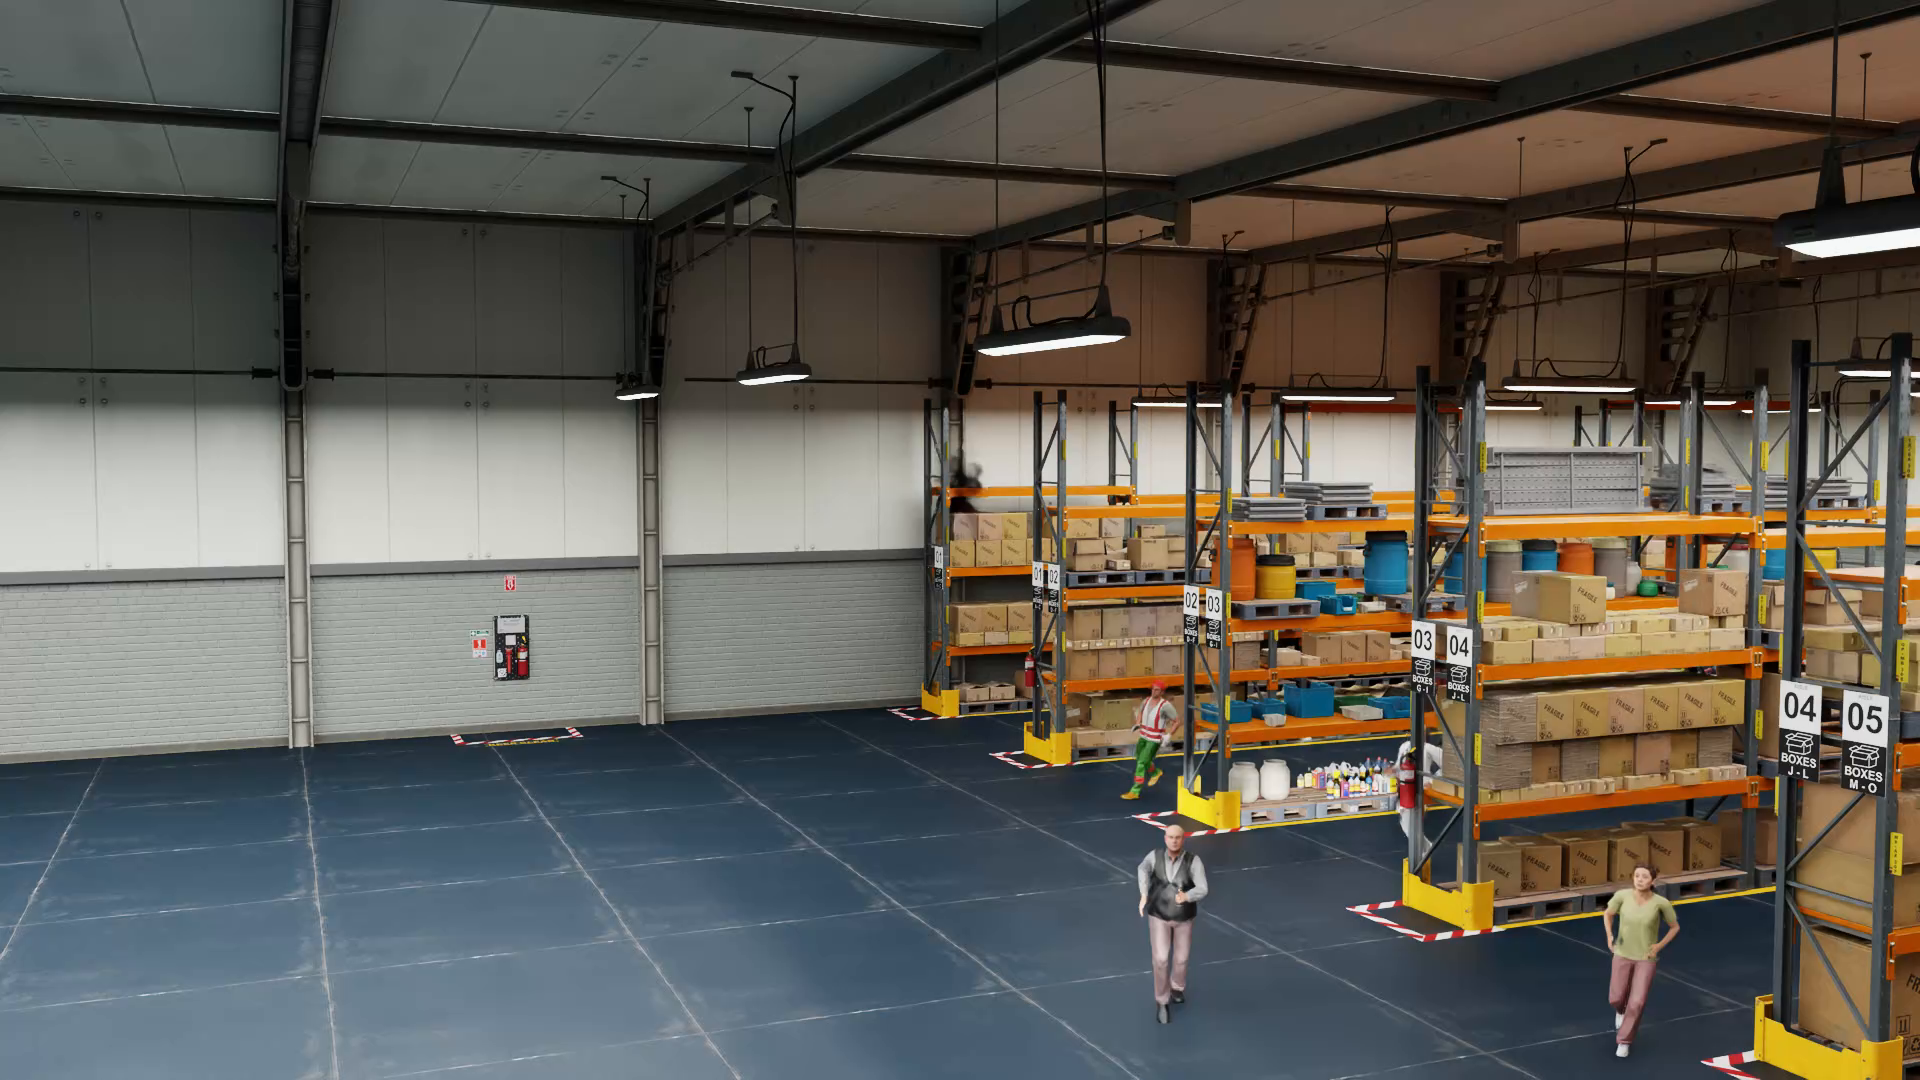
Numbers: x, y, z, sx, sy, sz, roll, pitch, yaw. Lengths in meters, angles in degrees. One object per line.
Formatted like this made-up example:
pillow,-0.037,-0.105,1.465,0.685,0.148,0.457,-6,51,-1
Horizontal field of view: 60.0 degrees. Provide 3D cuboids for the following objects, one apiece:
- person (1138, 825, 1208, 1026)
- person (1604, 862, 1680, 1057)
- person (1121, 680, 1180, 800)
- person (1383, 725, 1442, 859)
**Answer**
person,1.907,3.430,14.920,0.620,1.774,0.833,0,3,6
person,5.774,3.517,14.127,0.593,1.608,0.571,2,4,31
person,2.797,2.878,24.044,0.865,1.735,0.718,-3,5,-42
person,5.483,3.083,20.189,0.686,1.739,0.692,-2,4,-28
